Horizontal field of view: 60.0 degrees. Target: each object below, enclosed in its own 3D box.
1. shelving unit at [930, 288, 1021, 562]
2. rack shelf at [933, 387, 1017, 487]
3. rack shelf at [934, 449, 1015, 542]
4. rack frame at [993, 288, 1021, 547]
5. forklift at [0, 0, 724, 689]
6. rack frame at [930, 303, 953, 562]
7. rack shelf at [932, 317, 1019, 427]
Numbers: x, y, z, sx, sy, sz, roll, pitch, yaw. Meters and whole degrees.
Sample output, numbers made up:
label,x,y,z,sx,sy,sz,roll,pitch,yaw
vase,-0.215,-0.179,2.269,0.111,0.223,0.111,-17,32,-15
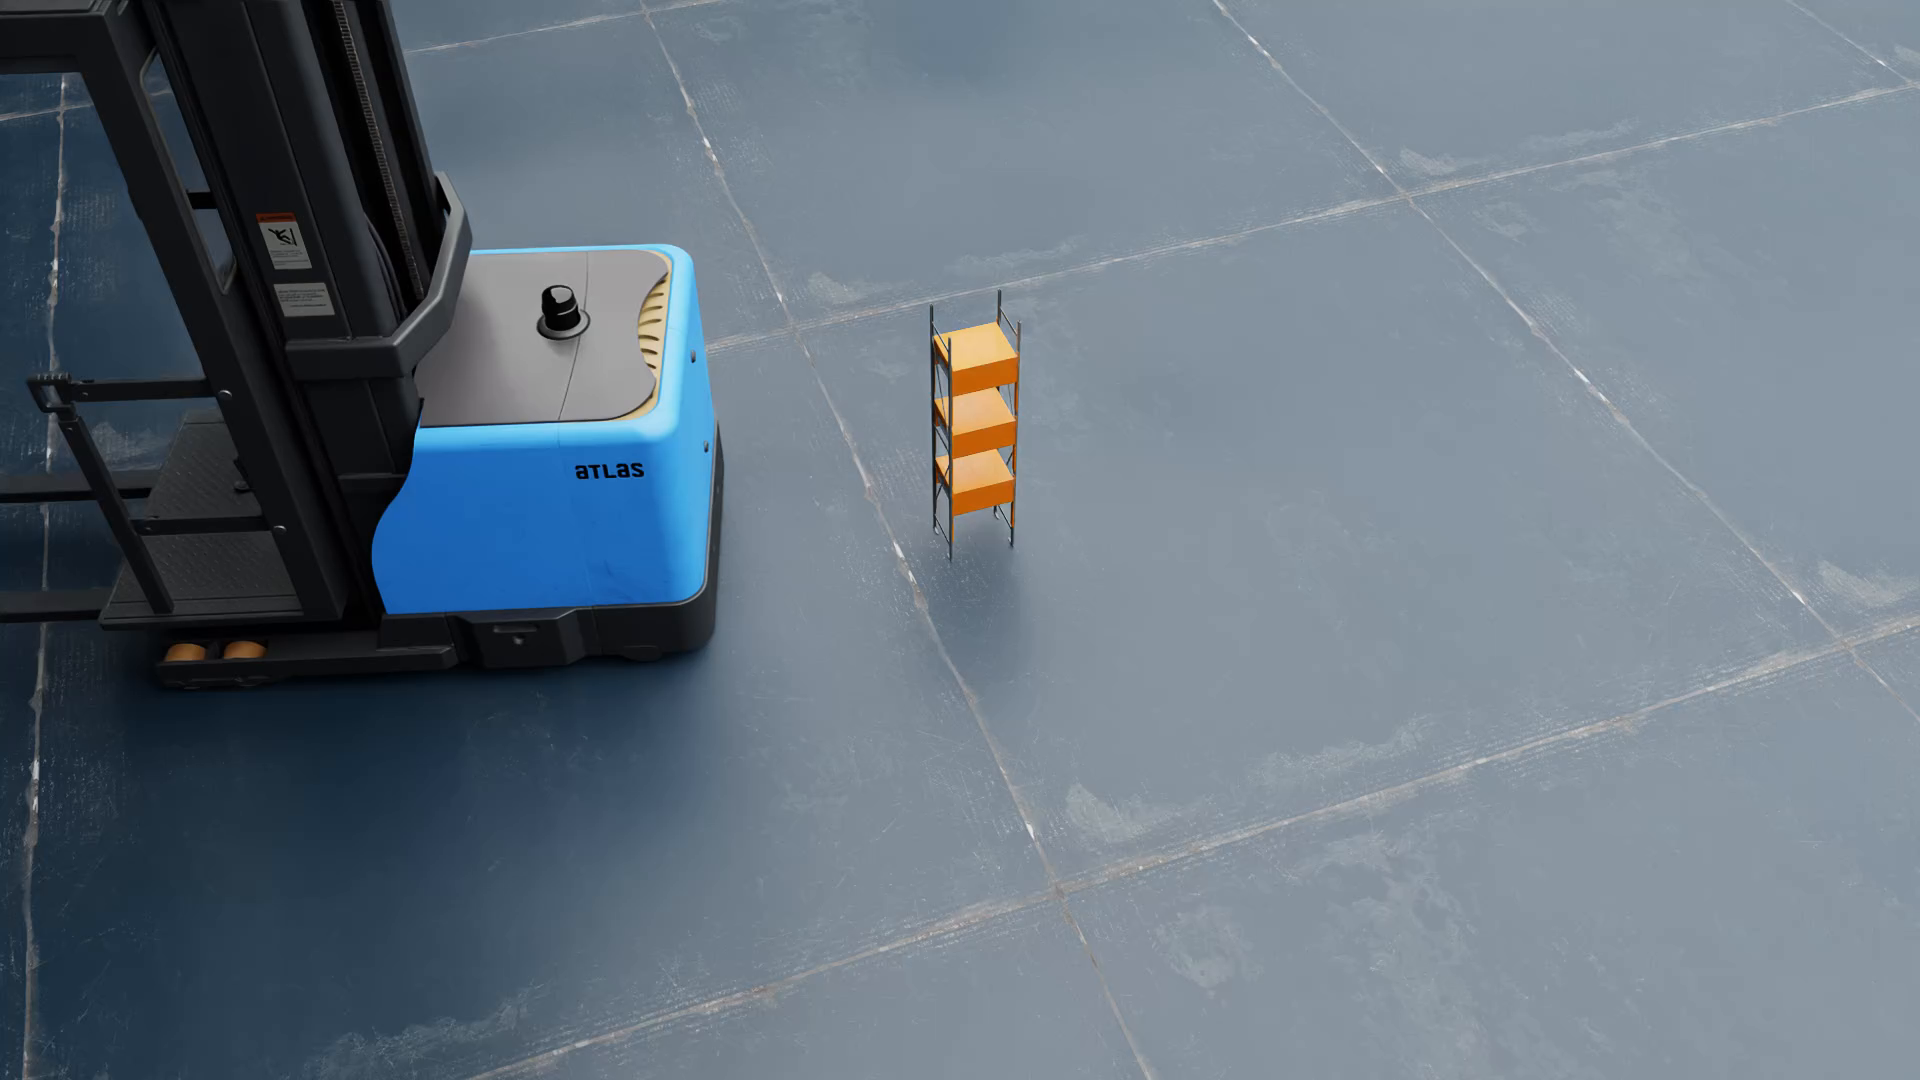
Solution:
label,x,y,z,sx,sy,sz,roll,pitch,yaw
shelving unit,0.050,-0.383,5.891,0.252,1.050,0.215,-14,47,-14
rack shelf,0.050,-0.376,5.898,0.240,0.259,0.215,-14,47,-14
rack shelf,0.050,-0.180,6.095,0.240,0.259,0.215,-14,47,-14
rack frame,0.165,-0.413,5.920,0.008,1.050,0.200,-14,47,-14
forklift,-2.399,-0.909,5.086,3.031,2.935,1.130,-2,45,-2
rack frame,-0.064,-0.354,5.862,0.008,1.050,0.200,-14,47,-14
rack shelf,0.050,-0.576,5.697,0.240,0.259,0.215,-14,47,-14
